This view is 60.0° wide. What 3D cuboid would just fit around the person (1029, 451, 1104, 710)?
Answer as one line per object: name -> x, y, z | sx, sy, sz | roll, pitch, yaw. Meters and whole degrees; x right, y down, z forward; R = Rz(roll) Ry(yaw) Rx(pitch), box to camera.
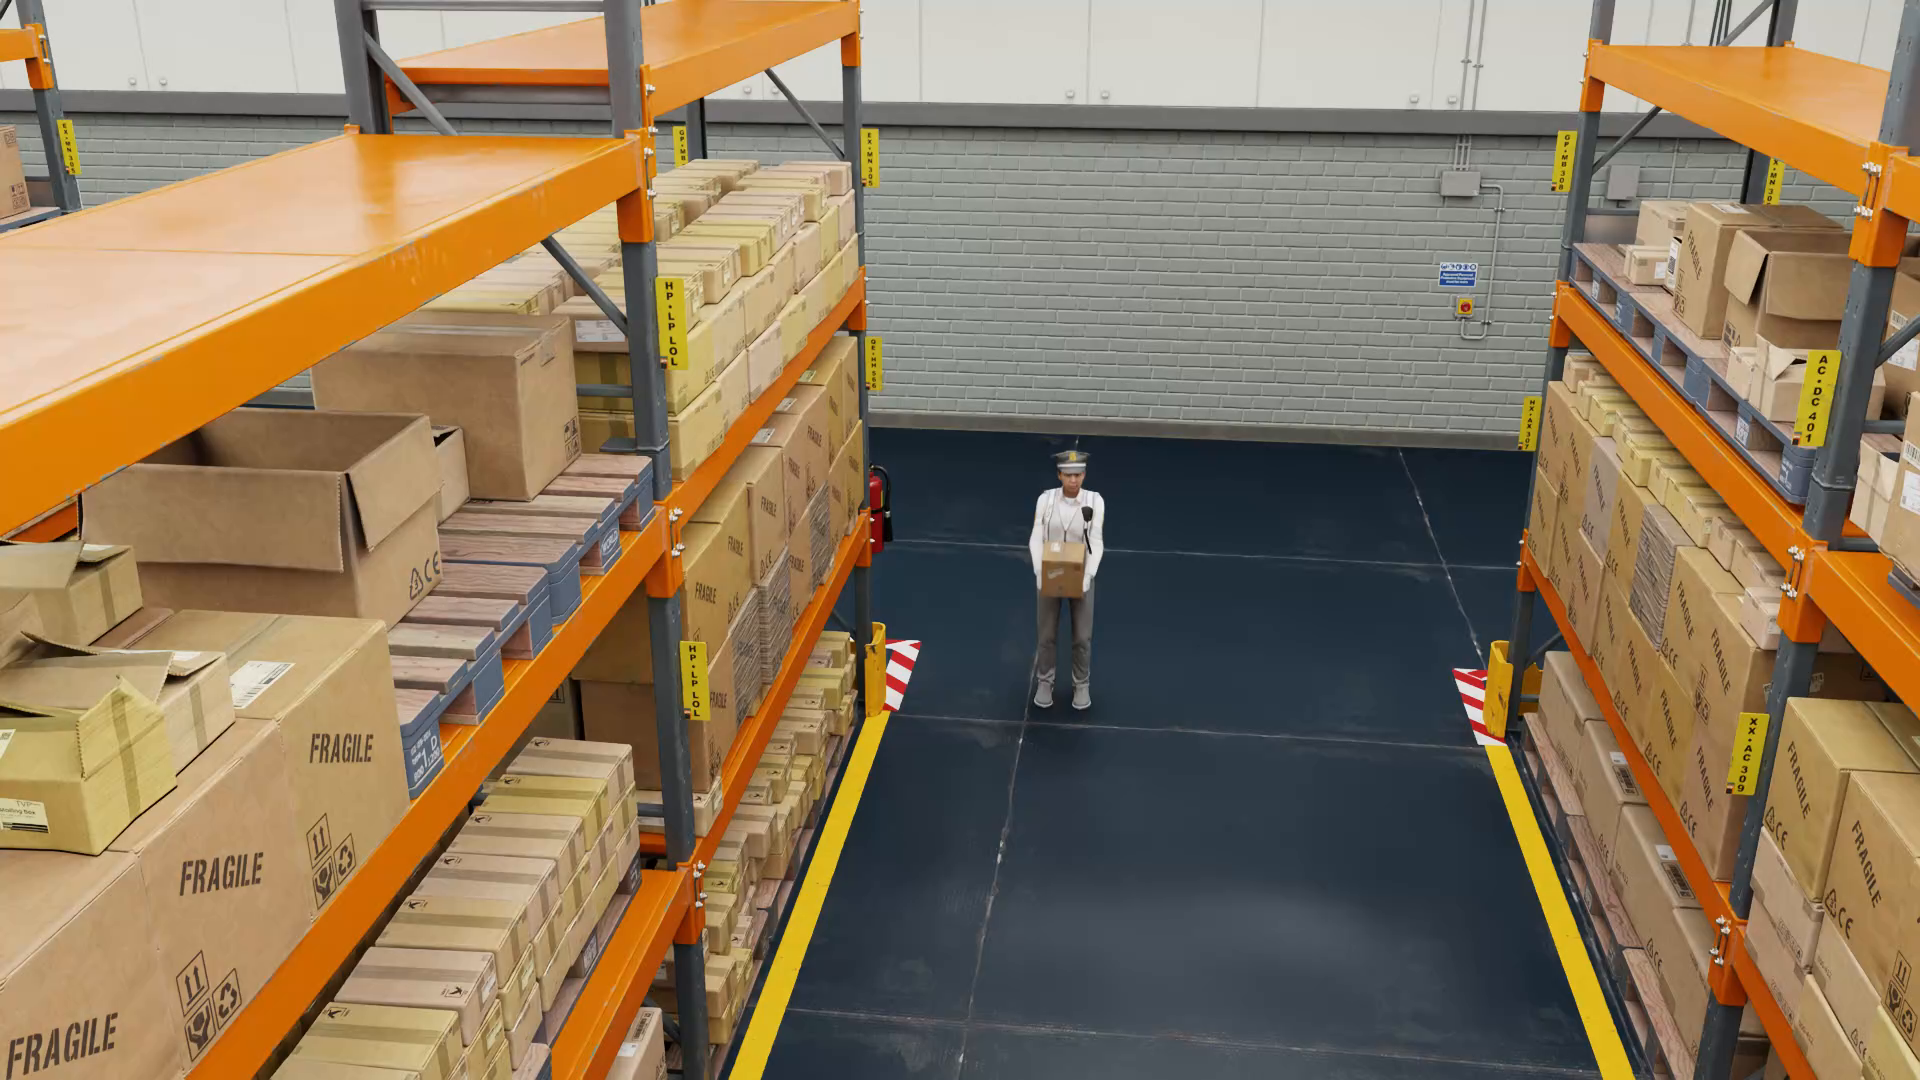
person -> 0.657, 0.262, 10.382 | 0.460, 1.689, 0.540 | 3, 21, 7
